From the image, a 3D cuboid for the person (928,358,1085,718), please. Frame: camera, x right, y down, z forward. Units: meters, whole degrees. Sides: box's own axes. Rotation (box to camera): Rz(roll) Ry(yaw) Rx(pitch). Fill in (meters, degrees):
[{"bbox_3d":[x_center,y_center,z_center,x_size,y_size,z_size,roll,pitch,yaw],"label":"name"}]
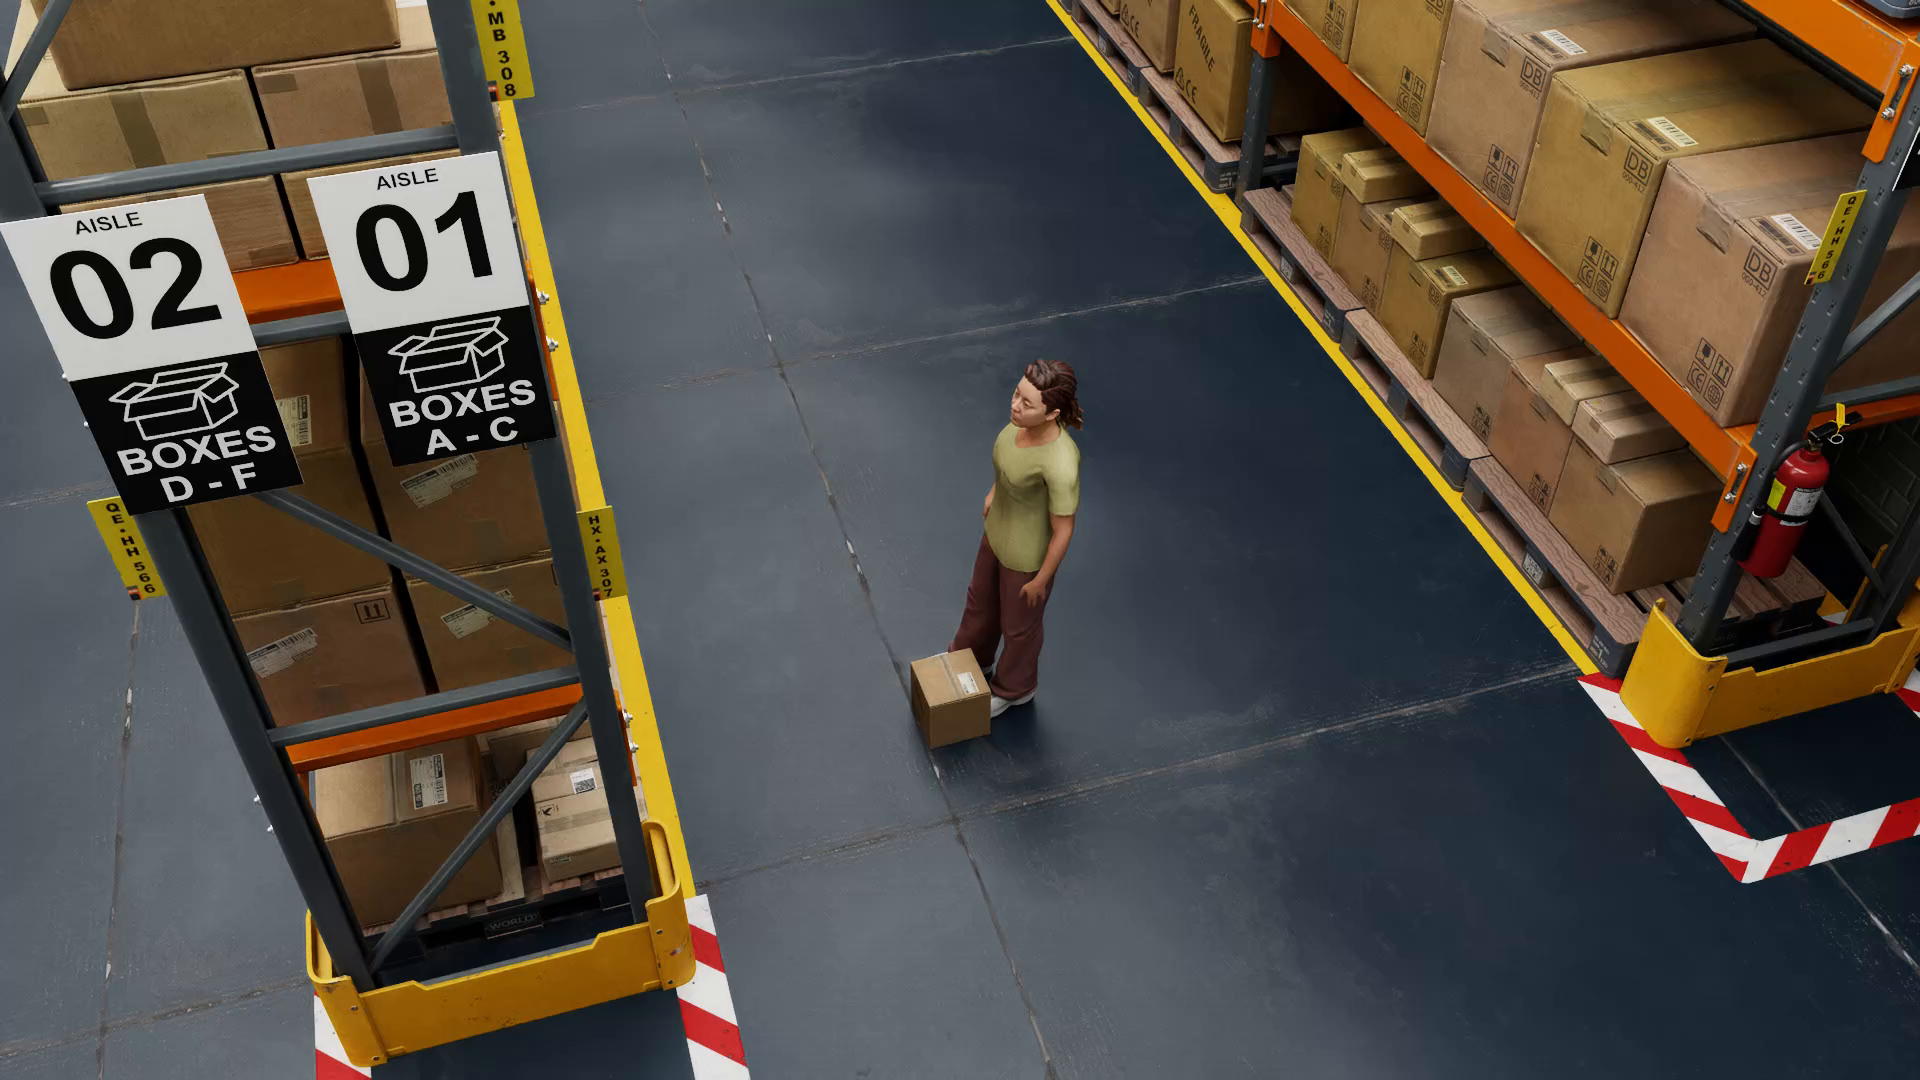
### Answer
[{"bbox_3d":[0.161,0.030,6.123,0.549,1.666,0.554,-12,44,-13],"label":"person"}]
